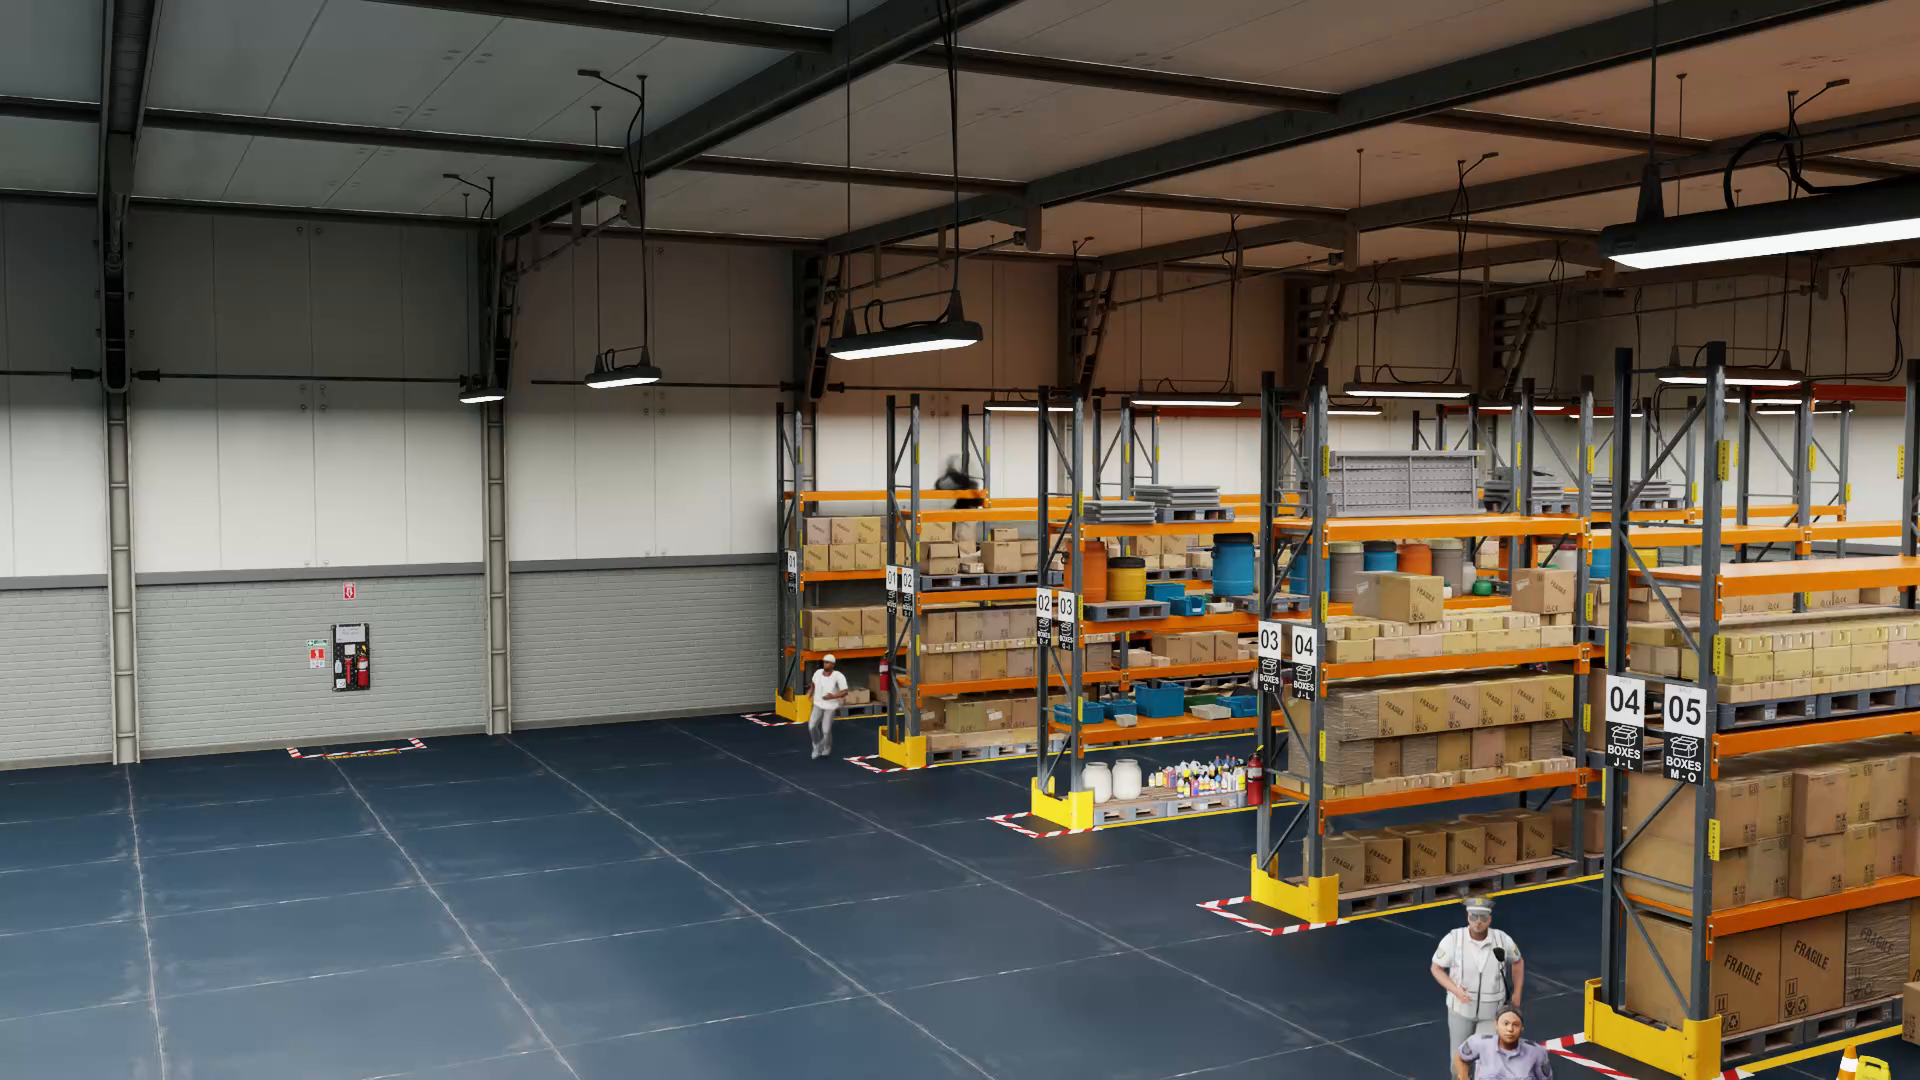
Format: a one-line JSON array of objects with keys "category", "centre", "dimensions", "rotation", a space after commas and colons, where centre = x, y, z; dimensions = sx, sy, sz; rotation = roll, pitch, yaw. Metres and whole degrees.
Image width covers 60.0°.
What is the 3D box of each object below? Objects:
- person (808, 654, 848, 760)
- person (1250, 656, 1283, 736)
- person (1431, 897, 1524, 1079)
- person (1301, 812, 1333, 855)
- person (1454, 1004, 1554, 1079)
[{"category": "person", "centre": [-2.190, 2.749, 27.345], "dimensions": [0.725, 1.764, 0.623], "rotation": [1, 3, 21]}, {"category": "person", "centre": [4.941, 2.727, 27.371], "dimensions": [0.612, 1.759, 0.639], "rotation": [-2, 4, -33]}, {"category": "person", "centre": [3.922, 3.565, 12.613], "dimensions": [0.685, 1.800, 0.865], "rotation": [1, 3, 14]}, {"category": "person", "centre": [4.573, 3.104, 21.280], "dimensions": [0.805, 1.747, 0.612], "rotation": [-3, 4, -43]}, {"category": "person", "centre": [3.469, 3.747, 10.607], "dimensions": [0.588, 1.609, 0.664], "rotation": [1, 3, 11]}]
